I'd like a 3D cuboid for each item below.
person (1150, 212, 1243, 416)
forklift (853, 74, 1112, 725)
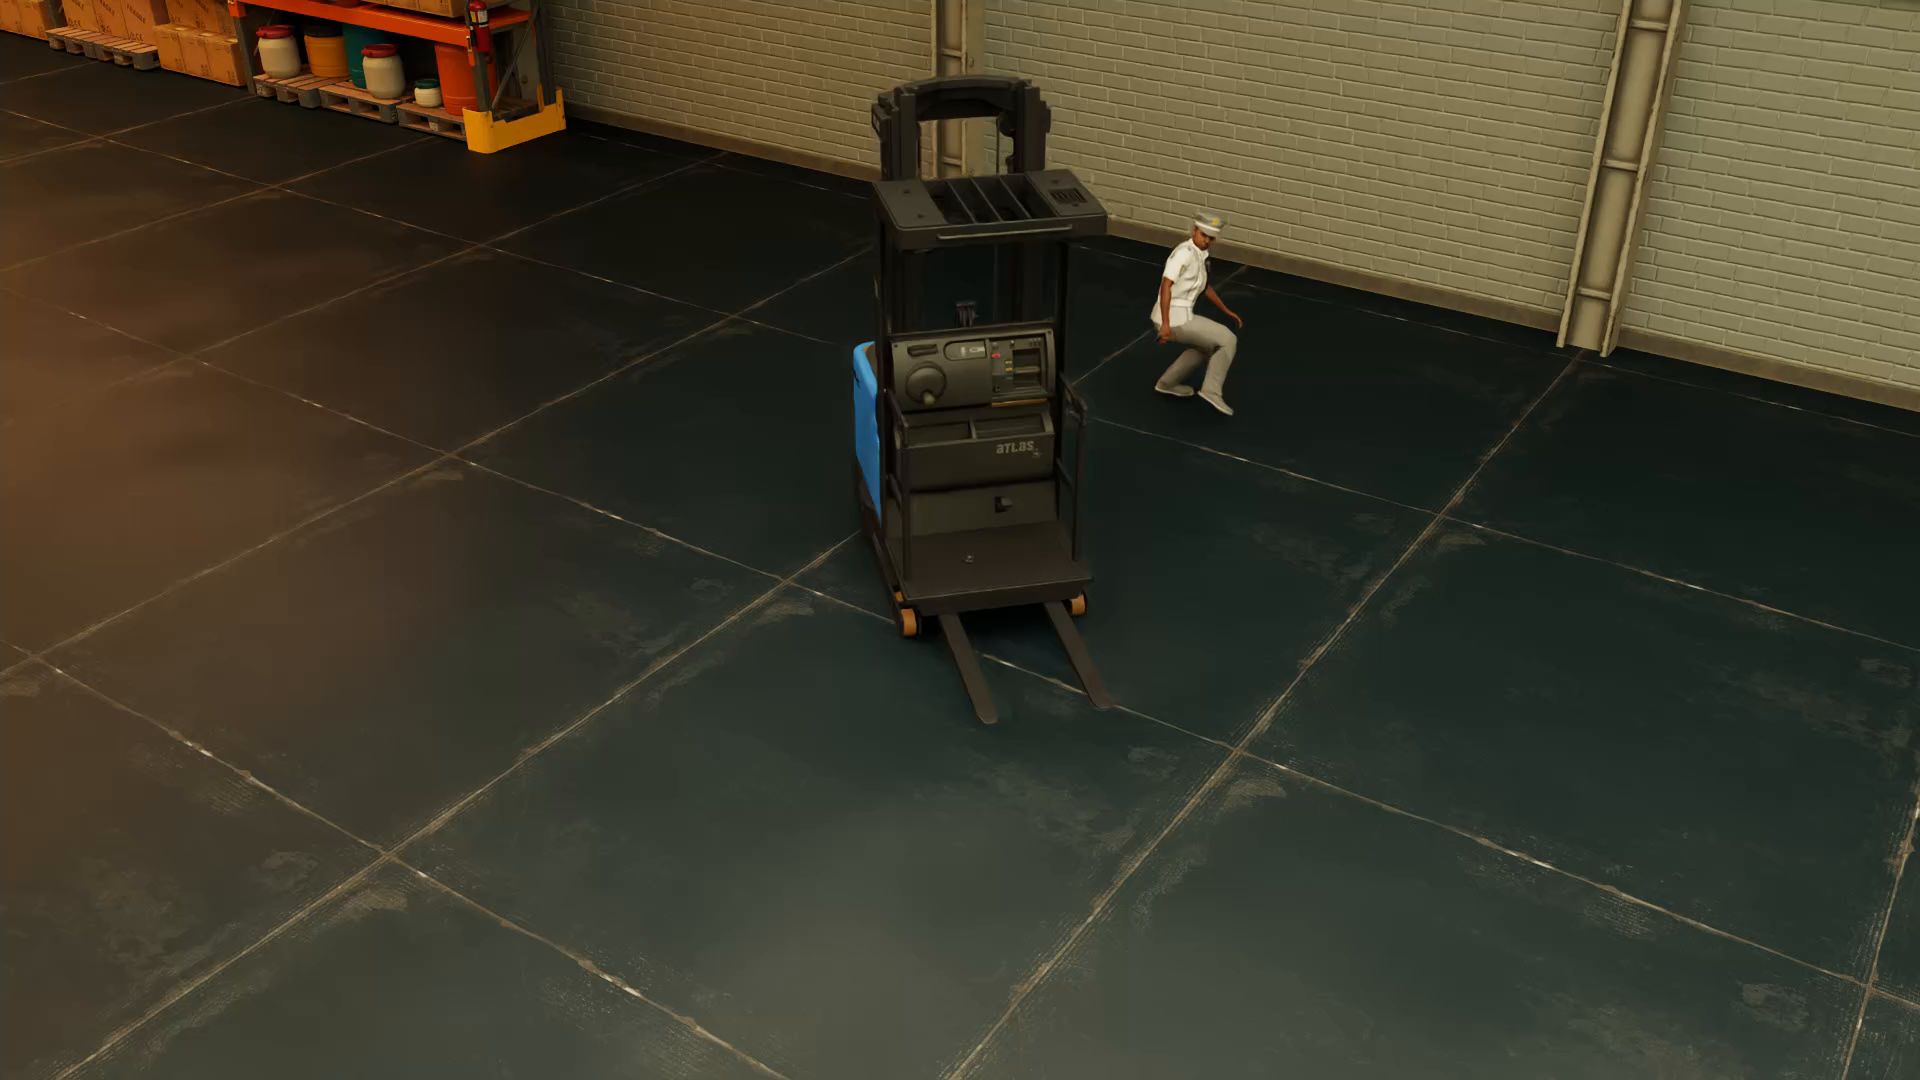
[{"bbox_3d":[1.689,-1.587,11.751,0.680,1.451,0.694,1,30,2],"label":"person"},{"bbox_3d":[0.128,-0.918,9.163,1.130,2.935,3.031,-6,31,-11],"label":"forklift"}]
